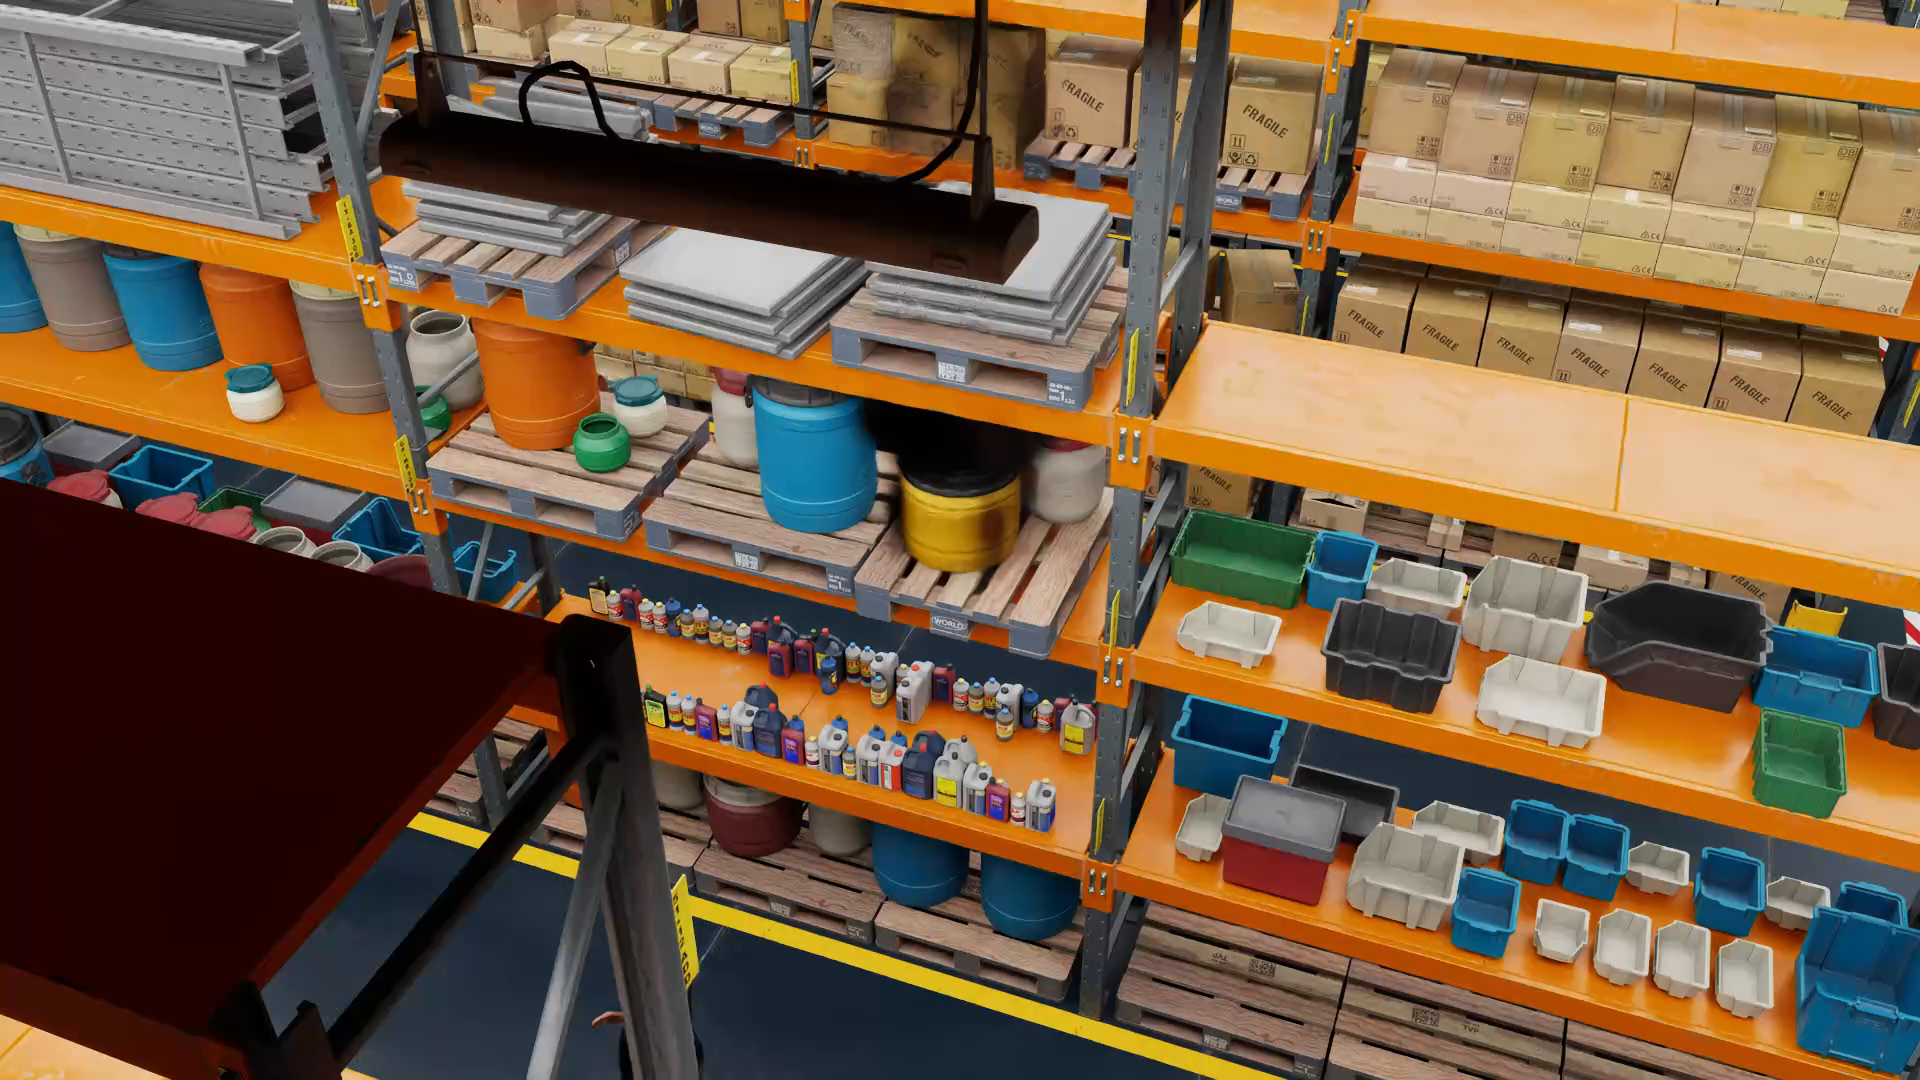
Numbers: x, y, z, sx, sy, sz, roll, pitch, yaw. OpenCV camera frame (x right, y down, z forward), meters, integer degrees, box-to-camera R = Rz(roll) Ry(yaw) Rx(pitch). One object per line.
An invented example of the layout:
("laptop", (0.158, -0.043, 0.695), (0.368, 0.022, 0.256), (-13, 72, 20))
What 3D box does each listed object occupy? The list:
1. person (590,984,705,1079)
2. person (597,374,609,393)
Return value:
("person", (-1.431, 2.694, 8.298), (0.791, 1.775, 0.642), (7, 37, 9))
("person", (-2.907, -0.692, 13.003), (0.837, 1.578, 0.735), (-1, 37, -1))
